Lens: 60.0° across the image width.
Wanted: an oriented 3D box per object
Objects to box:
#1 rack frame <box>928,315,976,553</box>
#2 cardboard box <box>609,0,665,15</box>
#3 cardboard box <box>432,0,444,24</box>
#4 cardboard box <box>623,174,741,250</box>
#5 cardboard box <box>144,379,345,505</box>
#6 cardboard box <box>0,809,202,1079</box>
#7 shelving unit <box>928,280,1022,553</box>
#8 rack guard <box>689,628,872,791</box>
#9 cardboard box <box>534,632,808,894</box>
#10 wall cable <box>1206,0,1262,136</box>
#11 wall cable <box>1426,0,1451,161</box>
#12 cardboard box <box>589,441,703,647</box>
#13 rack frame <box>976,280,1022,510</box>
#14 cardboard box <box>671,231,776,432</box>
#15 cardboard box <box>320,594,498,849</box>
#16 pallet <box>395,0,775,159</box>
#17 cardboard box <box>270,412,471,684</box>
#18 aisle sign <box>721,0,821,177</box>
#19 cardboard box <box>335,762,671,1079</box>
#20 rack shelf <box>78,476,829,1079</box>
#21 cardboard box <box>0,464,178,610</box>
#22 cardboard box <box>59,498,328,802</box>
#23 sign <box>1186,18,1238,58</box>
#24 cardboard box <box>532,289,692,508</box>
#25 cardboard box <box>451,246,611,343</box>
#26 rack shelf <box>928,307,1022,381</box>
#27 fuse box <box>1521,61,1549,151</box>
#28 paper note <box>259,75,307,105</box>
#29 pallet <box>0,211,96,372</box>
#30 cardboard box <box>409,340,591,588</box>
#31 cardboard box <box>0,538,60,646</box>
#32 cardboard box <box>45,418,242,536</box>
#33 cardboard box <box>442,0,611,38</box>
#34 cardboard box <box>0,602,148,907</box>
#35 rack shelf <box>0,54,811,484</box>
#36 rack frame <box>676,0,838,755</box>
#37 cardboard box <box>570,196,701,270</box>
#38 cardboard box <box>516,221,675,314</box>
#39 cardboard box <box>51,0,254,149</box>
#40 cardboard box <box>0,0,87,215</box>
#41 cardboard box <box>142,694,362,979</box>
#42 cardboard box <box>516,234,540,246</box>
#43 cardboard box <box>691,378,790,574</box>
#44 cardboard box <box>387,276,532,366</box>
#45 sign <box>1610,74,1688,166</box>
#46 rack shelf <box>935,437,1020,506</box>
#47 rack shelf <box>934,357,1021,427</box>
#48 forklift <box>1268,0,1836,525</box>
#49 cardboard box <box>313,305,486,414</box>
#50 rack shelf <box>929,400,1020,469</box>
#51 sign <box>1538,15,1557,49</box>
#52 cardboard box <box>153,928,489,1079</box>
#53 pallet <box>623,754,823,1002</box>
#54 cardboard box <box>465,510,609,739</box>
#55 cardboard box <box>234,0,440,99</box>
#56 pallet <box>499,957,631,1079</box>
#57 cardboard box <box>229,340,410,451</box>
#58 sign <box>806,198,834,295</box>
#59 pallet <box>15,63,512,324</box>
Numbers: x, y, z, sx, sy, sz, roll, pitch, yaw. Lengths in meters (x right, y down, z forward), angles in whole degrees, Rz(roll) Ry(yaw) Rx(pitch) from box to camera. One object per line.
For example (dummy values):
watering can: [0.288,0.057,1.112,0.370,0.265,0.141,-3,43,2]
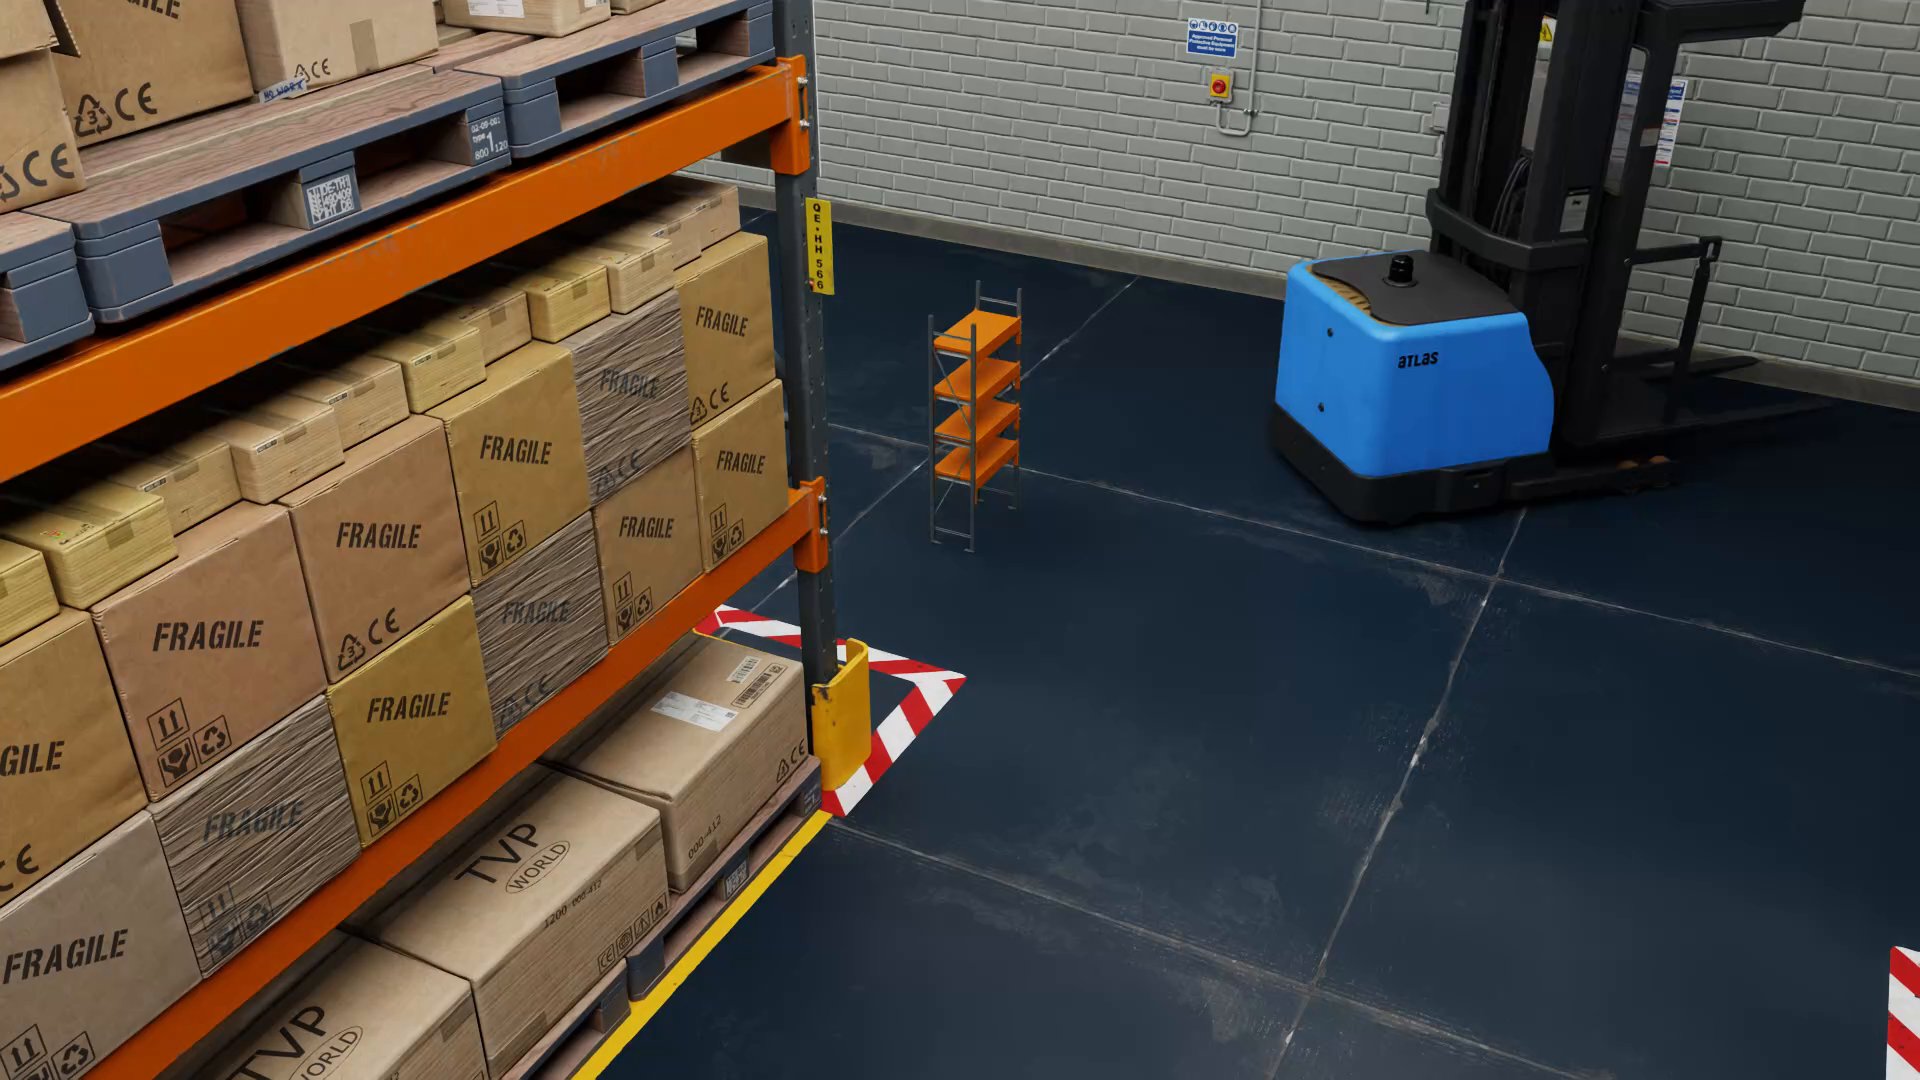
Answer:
rack frame: [-0.036,-0.486,7.891,0.240,1.200,0.015,14,33,23]
cardboard box: [-1.071,-1.742,4.887,0.500,0.250,0.500,11,32,19]
cardboard box: [-1.646,-1.487,4.546,0.380,0.149,0.250,16,33,25]
cardboard box: [-0.931,-1.054,5.317,0.380,0.149,0.250,15,33,24]
cardboard box: [-1.683,-0.237,3.895,0.380,0.149,0.250,14,33,23]
cardboard box: [-2.088,0.859,3.642,0.500,0.500,0.500,15,33,24]
shelving unit: [0.075,-0.594,8.079,0.258,1.200,0.503,14,33,23]
rack guard: [-0.935,0.573,6.750,1.175,0.500,0.348,14,33,23]
cardboard box: [-1.158,0.744,6.093,0.875,0.438,0.875,13,32,22]
wall cable: [1.602,-3.459,10.210,0.585,1.953,0.123,14,33,23]
wall cable: [2.870,-3.129,9.667,0.588,1.984,0.122,14,33,23]
cardboard box: [-1.172,-0.051,5.226,0.500,0.500,0.500,14,33,22]
rack frame: [0.187,-0.702,8.267,0.240,1.200,0.015,14,33,23]
cardboard box: [-0.954,-0.709,5.369,0.500,0.500,0.500,15,33,25]
cardboard box: [-1.621,0.411,4.421,0.500,0.500,0.500,15,33,25]
pallet: [-1.275,-1.431,4.807,1.003,0.211,1.213,14,33,23]
cardboard box: [-1.625,-0.030,4.186,0.500,0.500,0.500,14,33,23]
aisle sign: [-0.637,-1.589,5.395,0.394,0.787,0.004,14,33,23]
cardboard box: [-1.567,1.152,5.384,0.875,0.438,0.875,15,33,25]
rack shelf: [-1.857,0.698,4.744,1.077,0.370,4.000,14,33,23]
cardboard box: [-1.897,-0.014,3.506,0.380,0.149,0.250,13,32,22]
cardboard box: [-1.856,0.193,3.798,0.500,0.500,0.500,15,33,24]
sign: [1.587,-3.161,10.470,0.327,0.218,0.001,14,33,23]
cardboard box: [-1.166,-0.471,4.954,0.500,0.500,0.500,14,33,23]
cardboard box: [-1.219,-0.700,4.701,0.380,0.149,0.250,15,33,24]
rack shelf: [0.075,-0.934,7.883,0.258,0.148,0.480,14,33,23]
fuse box: [3.406,-1.905,9.850,0.539,1.711,0.414,14,33,23]
paper note: [-1.385,-0.922,3.405,0.006,0.032,0.123,14,33,23]
pallet: [-2.386,-0.350,2.924,1.003,0.211,1.213,14,33,23]
cardboard box: [-1.394,-0.253,4.573,0.500,0.500,0.500,14,33,23]
cardboard box: [-2.044,0.097,3.313,0.380,0.149,0.250,14,33,23]
cardboard box: [-1.856,-0.144,3.733,0.380,0.149,0.250,14,33,23]
cardboard box: [-1.191,-1.494,4.557,0.380,0.149,0.250,12,32,19]
cardboard box: [-2.100,0.417,3.407,0.500,0.500,0.500,14,33,23]
rack shelf: [-1.857,-0.602,3.997,1.077,0.370,4.000,14,33,23]
rack frame: [-0.946,-0.500,6.109,1.000,3.000,0.127,14,33,23]
cardboard box: [-1.025,-0.936,5.112,0.380,0.149,0.250,15,33,24]
cardboard box: [-1.068,-0.802,4.879,0.380,0.149,0.250,14,33,23]
cardboard box: [-1.998,-1.210,3.711,0.500,0.500,0.500,15,33,24]
cardboard box: [-2.182,-0.903,3.173,0.797,0.503,0.637,17,34,27]
cardboard box: [-1.856,0.640,4.023,0.500,0.500,0.500,15,33,24]
cardboard box: [-1.410,-1.032,5.278,0.380,0.149,0.250,15,33,24]
cardboard box: [-0.930,-0.270,5.607,0.500,0.500,0.500,14,33,24]
cardboard box: [-1.402,-0.600,4.527,0.380,0.149,0.250,14,33,23]
sign: [3.940,-2.403,9.517,0.329,0.494,0.001,14,33,23]
rack shelf: [0.075,-0.363,8.211,0.258,0.148,0.480,14,33,23]
rack shelf: [0.075,-0.729,8.001,0.258,0.148,0.480,14,33,23]
forklift: [3.253,-1.759,8.369,3.031,2.935,1.130,-9,31,-15]
cardboard box: [-1.464,-0.476,4.311,0.380,0.149,0.250,15,33,24]
rack shelf: [0.075,-0.535,8.112,0.258,0.148,0.480,14,33,23]
sign: [3.451,-2.927,9.505,0.339,0.242,0.001,14,33,23]
cardboard box: [-1.979,1.551,4.688,0.875,0.438,0.875,13,32,22]
pallet: [-1.241,1.081,6.155,1.003,0.211,1.213,14,33,23]
cardboard box: [-1.398,0.180,4.825,0.500,0.500,0.500,15,33,25]
cardboard box: [-1.672,-1.336,4.119,0.500,0.311,0.500,15,33,24]
pallet: [-1.797,1.620,5.217,1.003,0.211,1.213,14,33,23]
cardboard box: [-1.600,-0.364,4.115,0.380,0.149,0.250,15,33,25]
sign: [-0.469,-0.976,5.537,0.100,0.325,0.005,14,33,23]
pallet: [-1.829,-0.888,3.862,1.003,0.211,1.213,14,33,23]
